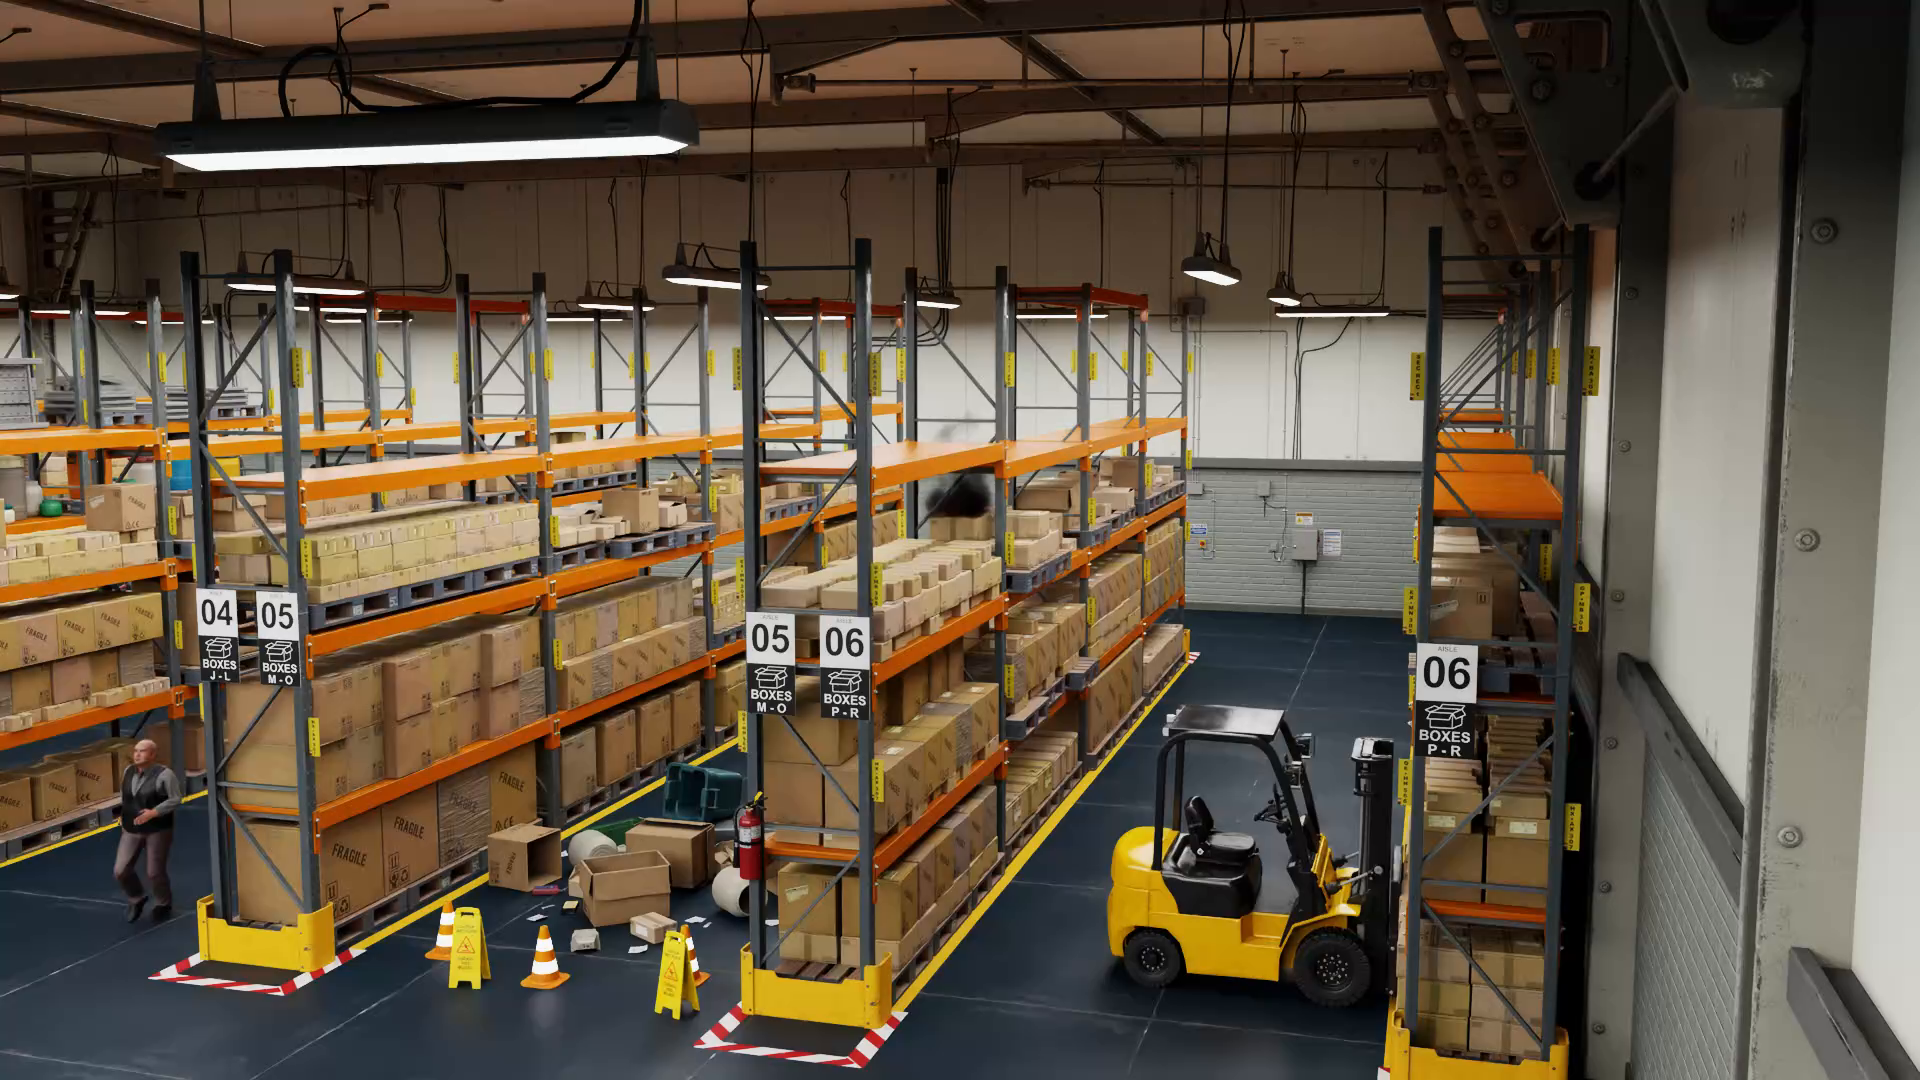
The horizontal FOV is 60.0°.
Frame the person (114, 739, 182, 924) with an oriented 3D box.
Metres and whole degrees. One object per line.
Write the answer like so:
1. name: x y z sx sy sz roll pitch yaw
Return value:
1. person: -7.364 2.651 15.062 0.661 1.698 0.671 0 6 3
